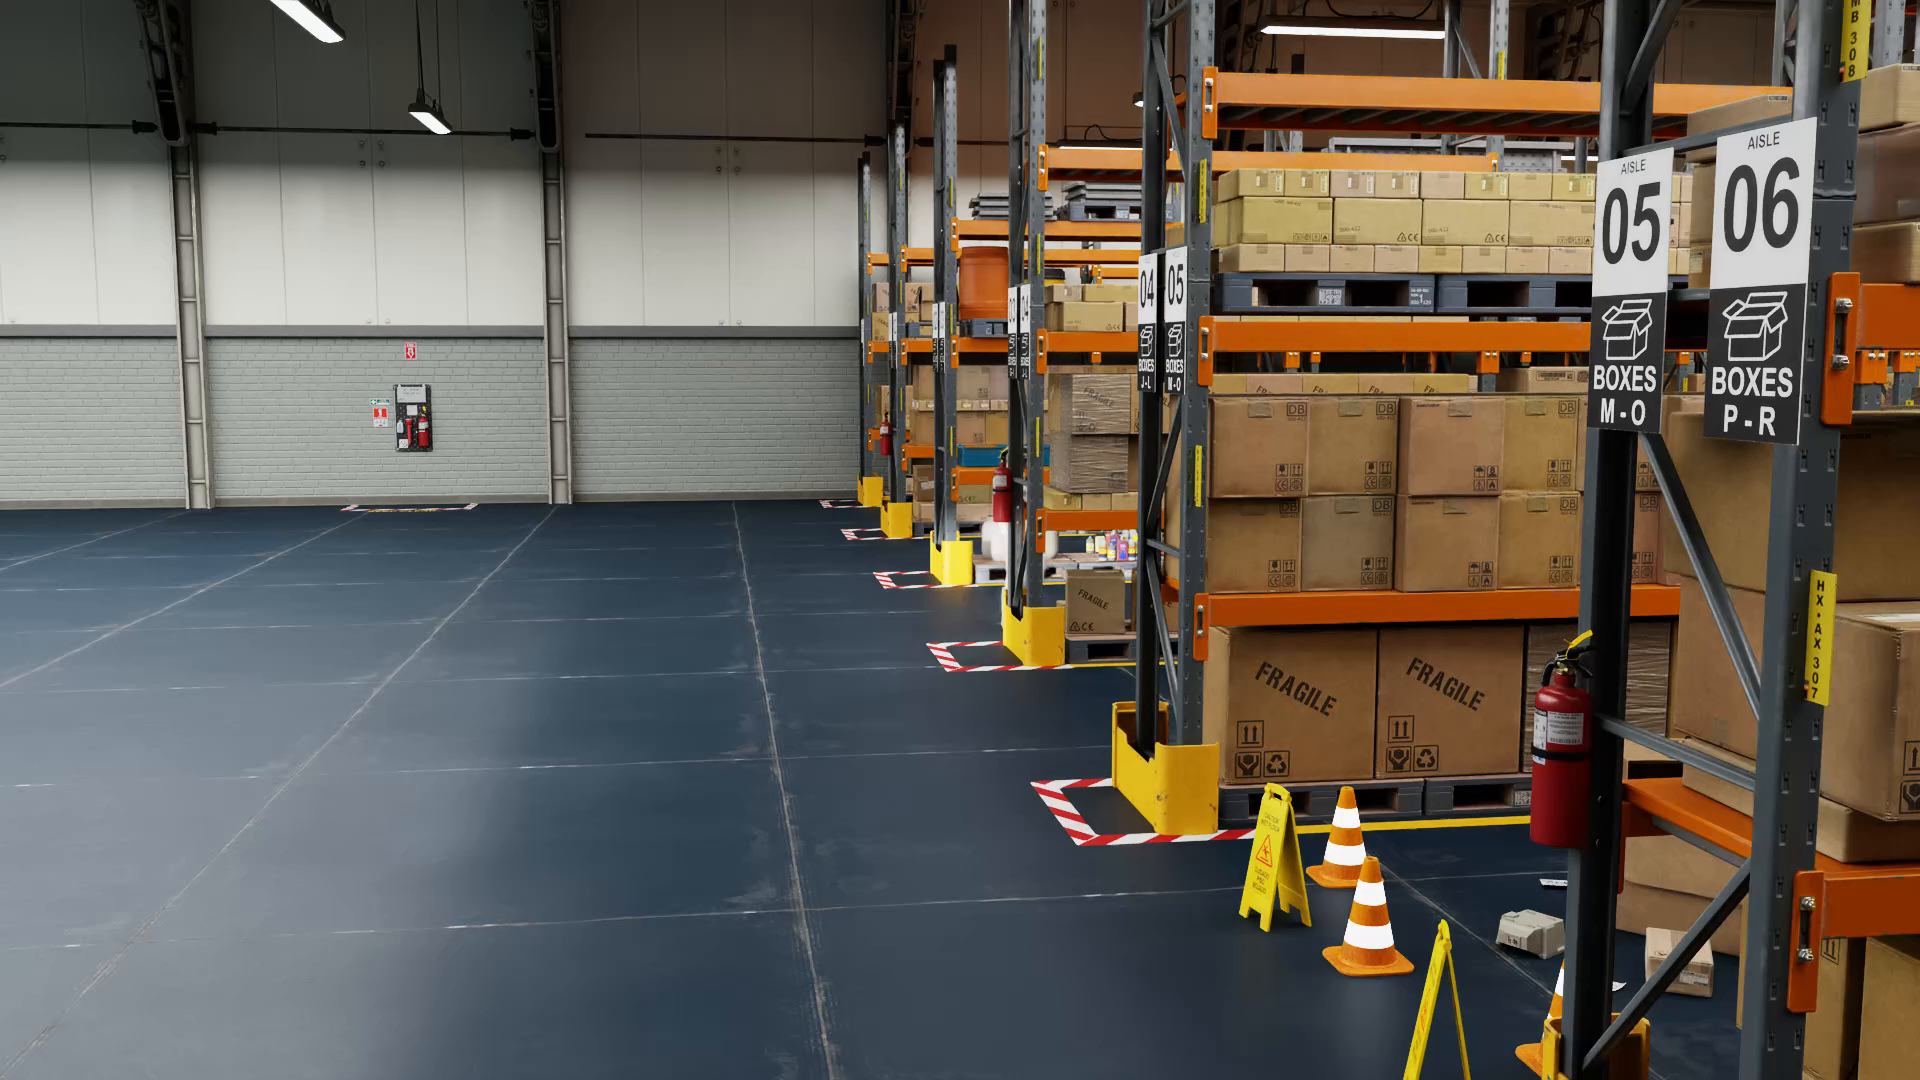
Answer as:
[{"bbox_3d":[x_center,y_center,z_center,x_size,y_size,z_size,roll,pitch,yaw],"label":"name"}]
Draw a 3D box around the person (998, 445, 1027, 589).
[{"bbox_3d":[0.593,-0.038,15.979,0.434,1.758,0.543,1,7,11],"label":"person"}]
